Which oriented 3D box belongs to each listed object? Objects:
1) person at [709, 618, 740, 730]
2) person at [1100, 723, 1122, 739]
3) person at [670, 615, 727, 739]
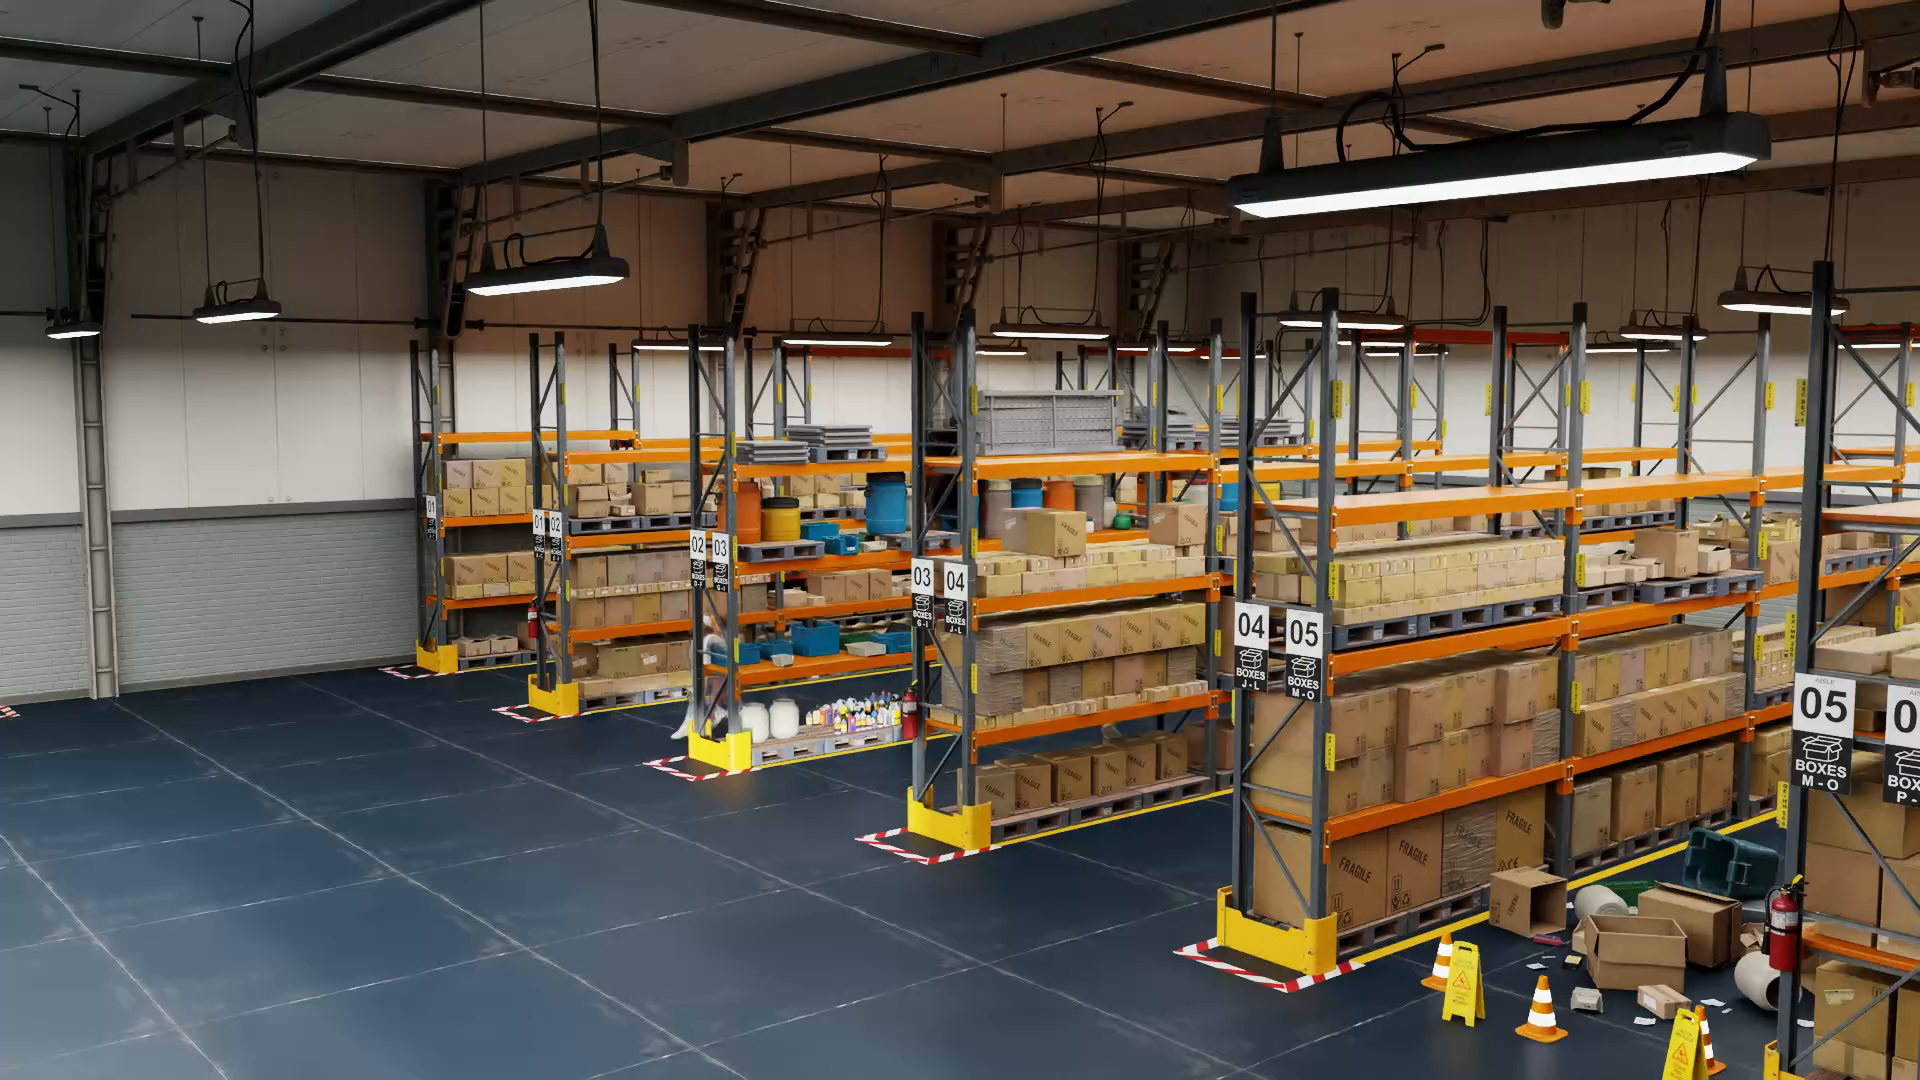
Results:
[{"bbox_3d":[-3.580,1.987,24.984,0.589,1.657,0.866,4,6,34],"label":"person"},{"bbox_3d":[2.025,2.197,22.647,0.693,1.763,0.698,-5,7,-41],"label":"person"},{"bbox_3d":[-3.813,1.977,24.319,1.063,1.735,0.695,-4,7,-39],"label":"person"}]
